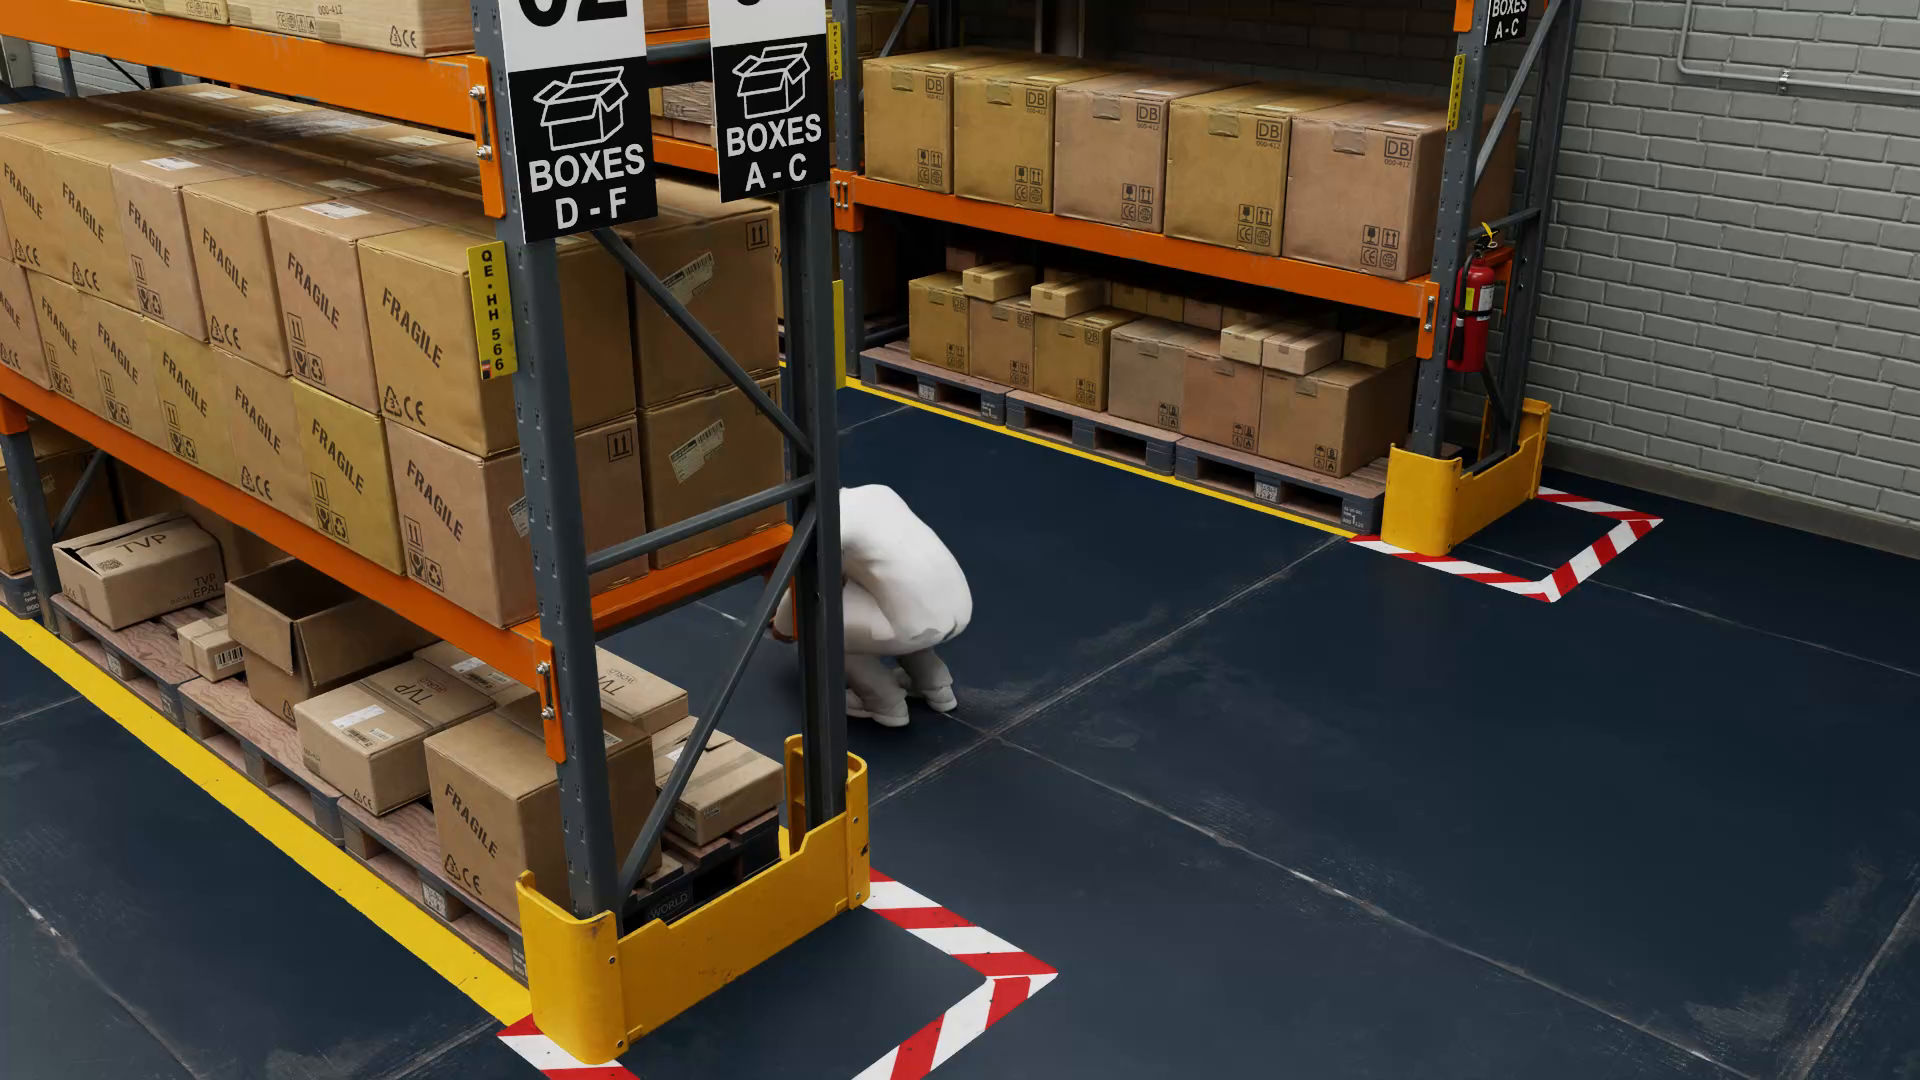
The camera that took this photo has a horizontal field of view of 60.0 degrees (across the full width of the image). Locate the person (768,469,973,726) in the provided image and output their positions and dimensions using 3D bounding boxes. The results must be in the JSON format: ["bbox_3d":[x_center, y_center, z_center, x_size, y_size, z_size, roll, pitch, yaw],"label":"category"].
[{"bbox_3d":[-0.371,0.197,6.670,0.936,0.981,0.579,19,30,37],"label":"person"}]
